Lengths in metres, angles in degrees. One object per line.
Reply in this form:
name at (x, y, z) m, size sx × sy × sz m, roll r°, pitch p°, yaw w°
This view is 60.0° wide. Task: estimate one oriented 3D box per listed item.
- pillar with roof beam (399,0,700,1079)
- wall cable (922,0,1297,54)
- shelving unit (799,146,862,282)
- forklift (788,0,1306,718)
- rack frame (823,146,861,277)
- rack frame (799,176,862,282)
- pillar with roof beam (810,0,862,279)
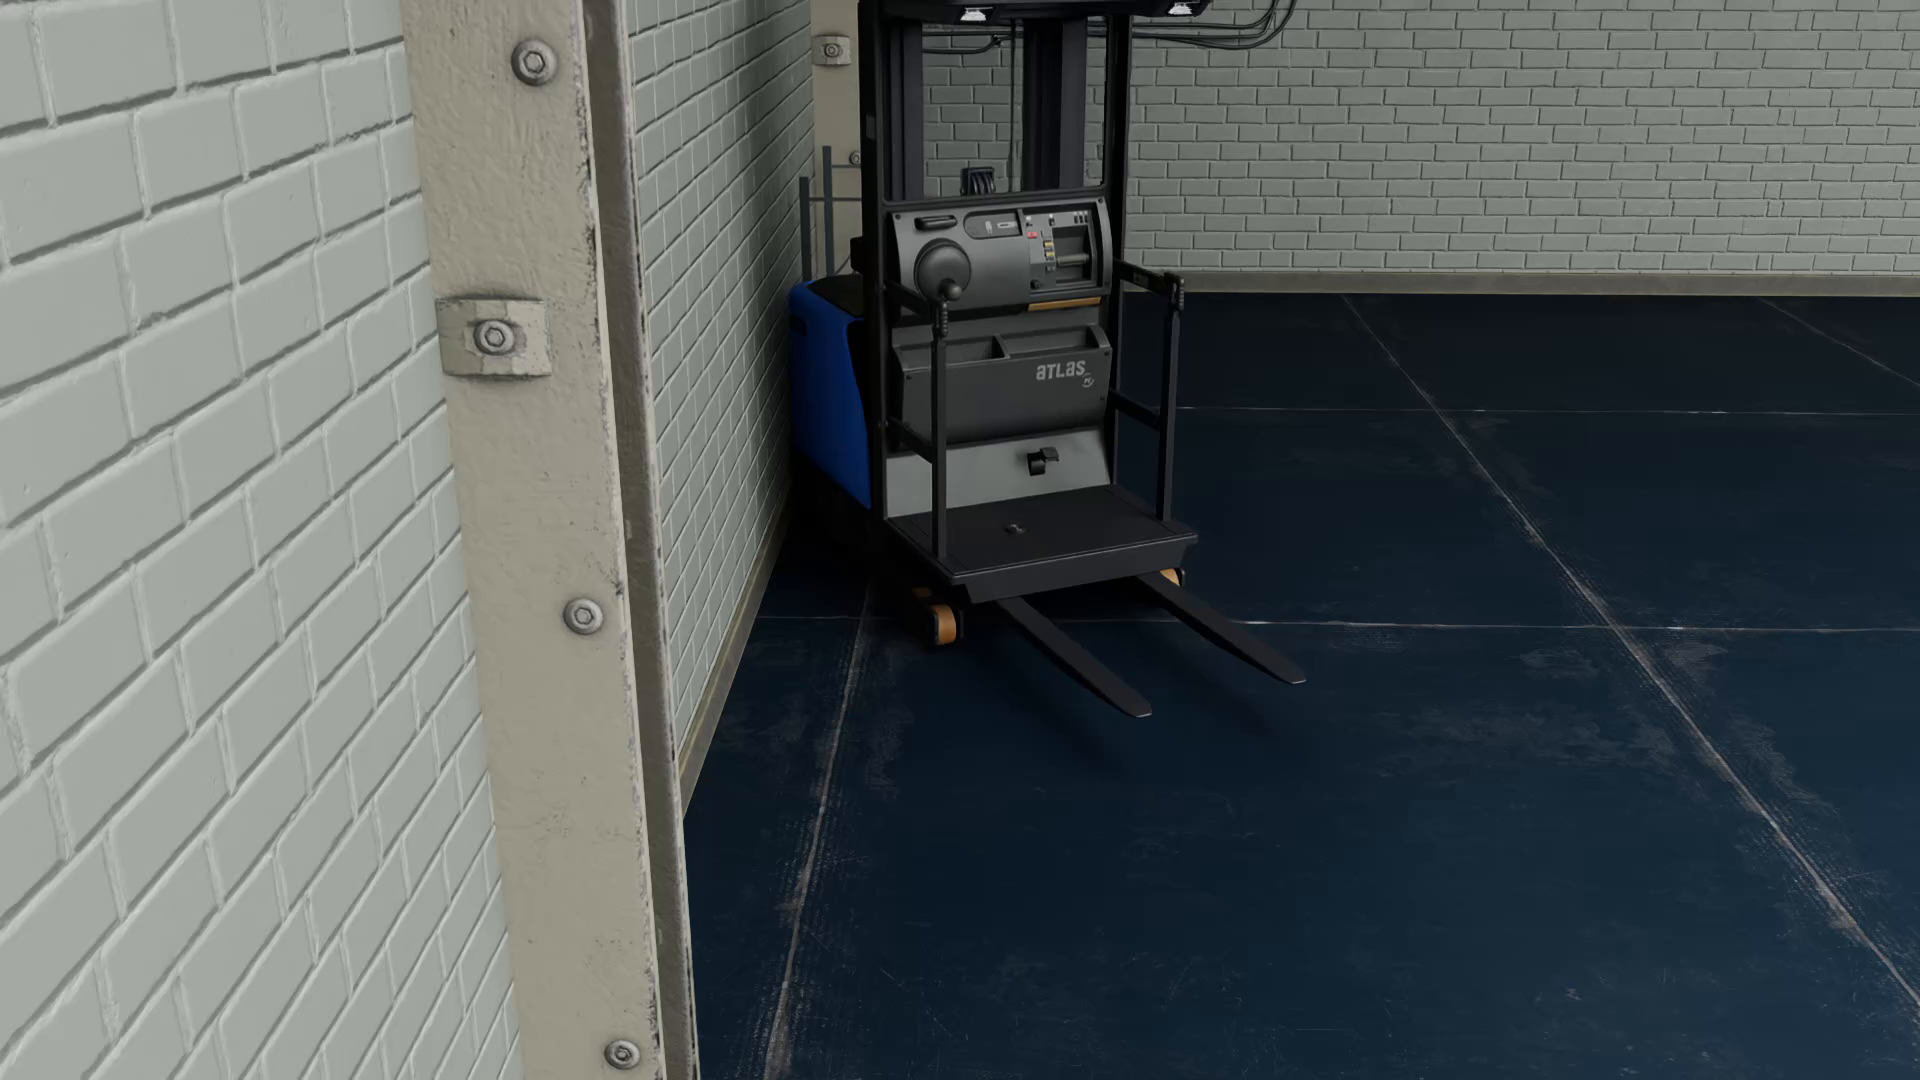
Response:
pillar with roof beam at (3.502, -2.751, 2.180) m, size 9.100 × 9.000 × 0.400 m, roll 1°, pitch 21°, yaw 2°
wall cable at (0.793, -4.571, 11.162) m, size 3.097 × 2.526 × 0.112 m, roll 1°, pitch 21°, yaw 2°
shelving unit at (-0.482, -1.173, 8.478) m, size 0.538 × 1.500 × 1.048 m, roll 1°, pitch 21°, yaw 2°
forklift at (0.264, -1.130, 6.389) m, size 1.130 × 2.935 × 3.031 m, roll -9°, pitch 23°, yaw -22°
rack frame at (-0.466, -1.357, 8.952) m, size 0.500 × 1.500 × 0.032 m, roll 1°, pitch 21°, yaw 2°
rack frame at (-0.497, -0.989, 8.004) m, size 0.500 × 1.500 × 0.032 m, roll 1°, pitch 21°, yaw 2°
pillar with roof beam at (3.685, -4.921, 7.771) m, size 9.100 × 9.000 × 0.400 m, roll 1°, pitch 21°, yaw 2°
